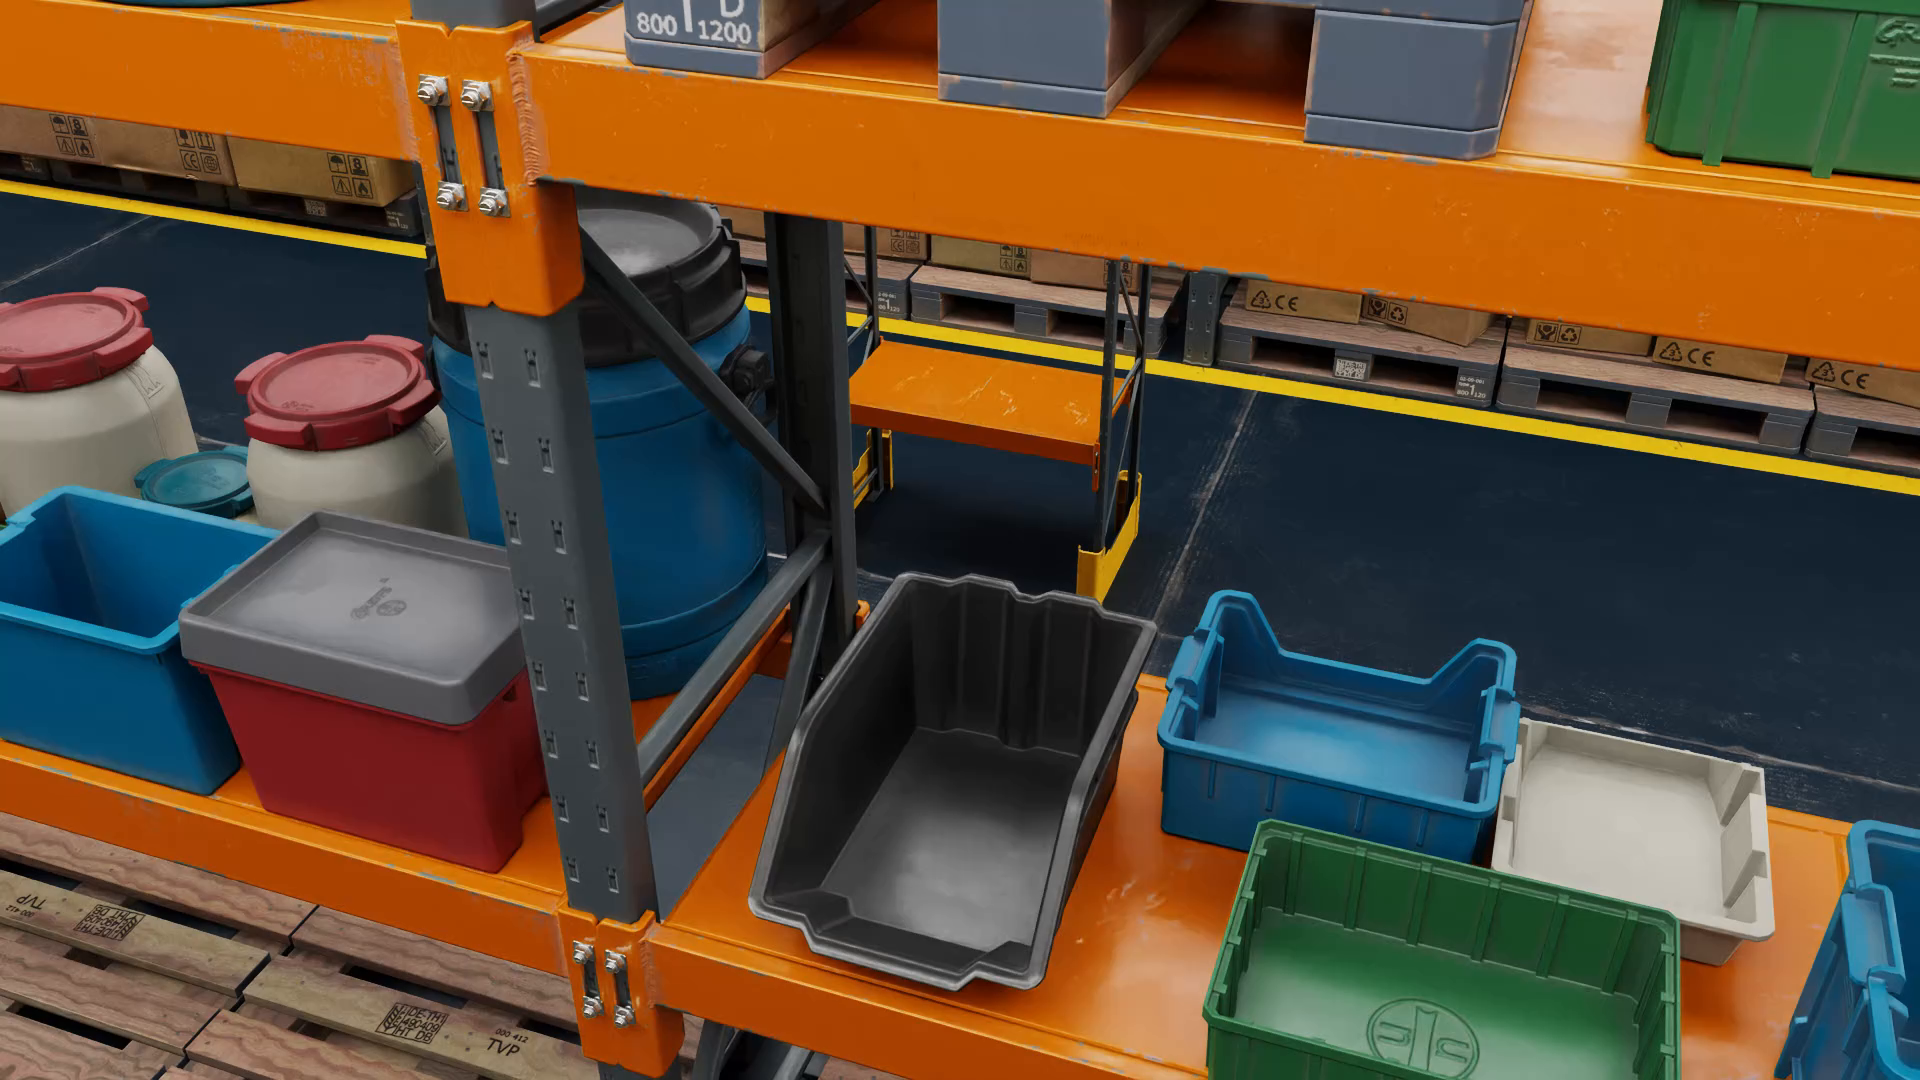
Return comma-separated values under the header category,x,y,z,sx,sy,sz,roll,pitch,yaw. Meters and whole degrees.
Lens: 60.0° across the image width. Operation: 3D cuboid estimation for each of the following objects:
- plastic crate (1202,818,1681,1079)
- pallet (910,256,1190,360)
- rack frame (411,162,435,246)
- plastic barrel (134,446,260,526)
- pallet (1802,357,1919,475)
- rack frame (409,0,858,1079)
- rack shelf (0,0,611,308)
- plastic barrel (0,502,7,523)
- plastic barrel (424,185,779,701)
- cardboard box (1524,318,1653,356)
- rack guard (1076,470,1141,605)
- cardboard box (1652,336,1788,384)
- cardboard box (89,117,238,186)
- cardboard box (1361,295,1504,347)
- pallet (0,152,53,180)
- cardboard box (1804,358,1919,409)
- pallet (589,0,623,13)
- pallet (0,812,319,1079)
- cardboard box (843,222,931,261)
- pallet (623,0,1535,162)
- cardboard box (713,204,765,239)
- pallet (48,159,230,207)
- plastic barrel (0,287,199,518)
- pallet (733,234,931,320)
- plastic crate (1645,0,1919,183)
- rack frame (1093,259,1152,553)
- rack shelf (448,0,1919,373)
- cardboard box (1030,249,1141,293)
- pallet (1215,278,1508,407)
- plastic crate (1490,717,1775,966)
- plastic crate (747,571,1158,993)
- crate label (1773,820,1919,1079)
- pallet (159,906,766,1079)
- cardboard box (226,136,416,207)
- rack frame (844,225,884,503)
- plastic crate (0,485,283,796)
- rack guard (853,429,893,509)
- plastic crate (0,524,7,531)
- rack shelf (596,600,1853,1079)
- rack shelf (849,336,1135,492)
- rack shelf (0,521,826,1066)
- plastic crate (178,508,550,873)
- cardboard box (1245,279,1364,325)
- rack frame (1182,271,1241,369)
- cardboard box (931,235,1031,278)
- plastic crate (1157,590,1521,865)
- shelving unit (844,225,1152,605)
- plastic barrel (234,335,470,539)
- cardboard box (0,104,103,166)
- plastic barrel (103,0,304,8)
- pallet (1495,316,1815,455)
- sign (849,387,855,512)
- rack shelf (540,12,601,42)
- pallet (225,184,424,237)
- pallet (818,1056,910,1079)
category,x,y,z,sx,sy,sz,roll,pitch,yaw
plastic crate,0.740,0.717,2.569,0.662,0.188,0.450,11,34,16
pallet,0.494,-1.264,8.013,1.213,0.211,1.003,11,34,16
rack frame,-2.538,-3.025,8.171,0.127,3.000,1.000,11,34,16
plastic barrel,-1.637,-0.027,3.654,0.301,0.262,0.301,0,33,0
pallet,4.169,-0.571,6.939,1.213,0.211,1.003,11,34,16
rack frame,-0.443,0.236,3.120,0.127,3.000,1.000,11,34,16
rack shelf,-2.326,-1.088,3.068,4.000,0.370,1.077,11,34,16
plastic barrel,-2.368,-0.322,3.858,0.433,0.535,0.433,0,33,0
plastic barrel,-0.705,-0.200,3.333,0.708,0.901,0.600,11,34,16
cardboard box,2.744,-1.152,7.186,0.500,0.500,0.500,8,34,12
rack guard,0.541,0.000,6.019,0.087,0.250,0.587,11,34,16
cardboard box,3.254,-1.027,6.992,0.500,0.500,0.500,14,35,21
cardboard box,-4.017,-2.613,9.104,0.875,0.875,1.225,11,34,17
cardboard box,2.133,-1.225,7.300,0.500,0.500,0.500,23,39,31
pallet,-5.551,-2.483,9.901,1.213,0.211,1.003,11,34,16
cardboard box,3.837,-0.903,6.800,0.500,0.500,0.500,21,38,29
pallet,-1.831,-2.869,8.105,1.003,0.211,1.213,11,34,16
pallet,-2.348,1.061,4.412,1.213,0.211,1.003,11,34,16
cardboard box,-0.312,-1.751,8.095,0.500,0.500,0.700,8,34,12
pallet,0.269,-0.863,2.230,1.003,0.211,1.213,11,34,16
cardboard box,-0.838,-1.853,8.253,0.500,0.500,0.700,14,35,20
pallet,-4.399,-2.261,9.557,1.213,0.211,1.003,11,34,16
plastic barrel,-1.960,-0.243,3.735,0.433,0.535,0.433,0,33,0
pallet,-0.658,-1.486,8.357,1.213,0.211,1.003,11,34,16
plastic crate,0.950,-0.508,1.701,0.450,0.188,0.336,11,34,16
rack frame,0.559,-0.521,5.675,0.032,1.500,0.500,11,34,16
rack shelf,1.440,-0.356,1.934,4.000,0.370,1.077,11,34,16
cardboard box,0.657,-1.552,7.787,0.500,0.500,0.700,8,34,13
pallet,1.872,-1.017,7.631,1.213,0.211,1.003,11,34,16
plastic crate,1.171,0.514,2.931,0.437,0.136,0.530,11,34,16
plastic crate,0.007,0.422,2.888,0.504,0.338,0.767,11,34,16
crate label,1.499,0.754,2.284,0.616,0.435,0.502,11,34,16
pallet,-1.195,1.283,4.068,1.213,0.211,1.003,11,34,16
cardboard box,-3.180,-2.446,8.845,0.875,0.875,1.225,9,34,14
rack frame,-0.398,-0.707,5.963,0.032,1.500,0.500,11,34,16
plastic crate,-1.586,0.199,3.191,0.575,0.384,0.392,11,34,16
rack guard,-0.397,-0.182,6.302,0.087,0.250,0.587,11,34,16
plastic crate,-2.178,0.150,3.448,0.662,0.188,0.450,11,34,16
rack shelf,1.440,0.904,2.748,4.000,0.370,1.077,11,34,16
rack shelf,0.080,-0.463,5.917,1.000,0.185,0.538,11,34,16
rack shelf,-2.326,0.172,3.882,4.000,0.370,1.077,11,34,16
plastic crate,-1.002,0.276,2.998,0.583,0.464,0.402,11,34,16
cardboard box,1.591,-1.326,7.456,0.500,0.500,0.500,10,34,15
rack frame,1.228,-2.293,7.037,0.127,3.000,1.000,11,34,16
cardboard box,0.214,-1.648,7.937,0.500,0.500,0.700,11,34,16
plastic crate,0.690,0.362,3.061,0.616,0.251,0.499,11,34,16
shelving unit,0.072,-0.616,5.822,1.083,1.500,0.587,11,34,16
plastic barrel,-1.270,-0.109,3.527,0.433,0.535,0.433,0,33,0
cardboard box,-4.852,-2.771,9.348,0.875,0.875,1.225,10,34,15
plastic barrel,-0.995,-1.217,2.143,0.708,0.901,0.600,11,34,16
pallet,3.024,-0.795,7.286,1.213,0.211,1.003,11,34,16
sign,-0.247,-0.160,3.477,0.005,0.325,0.100,11,34,16
rack shelf,-0.655,-2.357,7.799,4.000,0.370,1.077,11,34,16
pallet,-3.254,-2.037,9.210,1.213,0.211,1.003,11,34,16
pallet,0.175,1.551,3.653,1.213,0.211,1.003,11,34,16
